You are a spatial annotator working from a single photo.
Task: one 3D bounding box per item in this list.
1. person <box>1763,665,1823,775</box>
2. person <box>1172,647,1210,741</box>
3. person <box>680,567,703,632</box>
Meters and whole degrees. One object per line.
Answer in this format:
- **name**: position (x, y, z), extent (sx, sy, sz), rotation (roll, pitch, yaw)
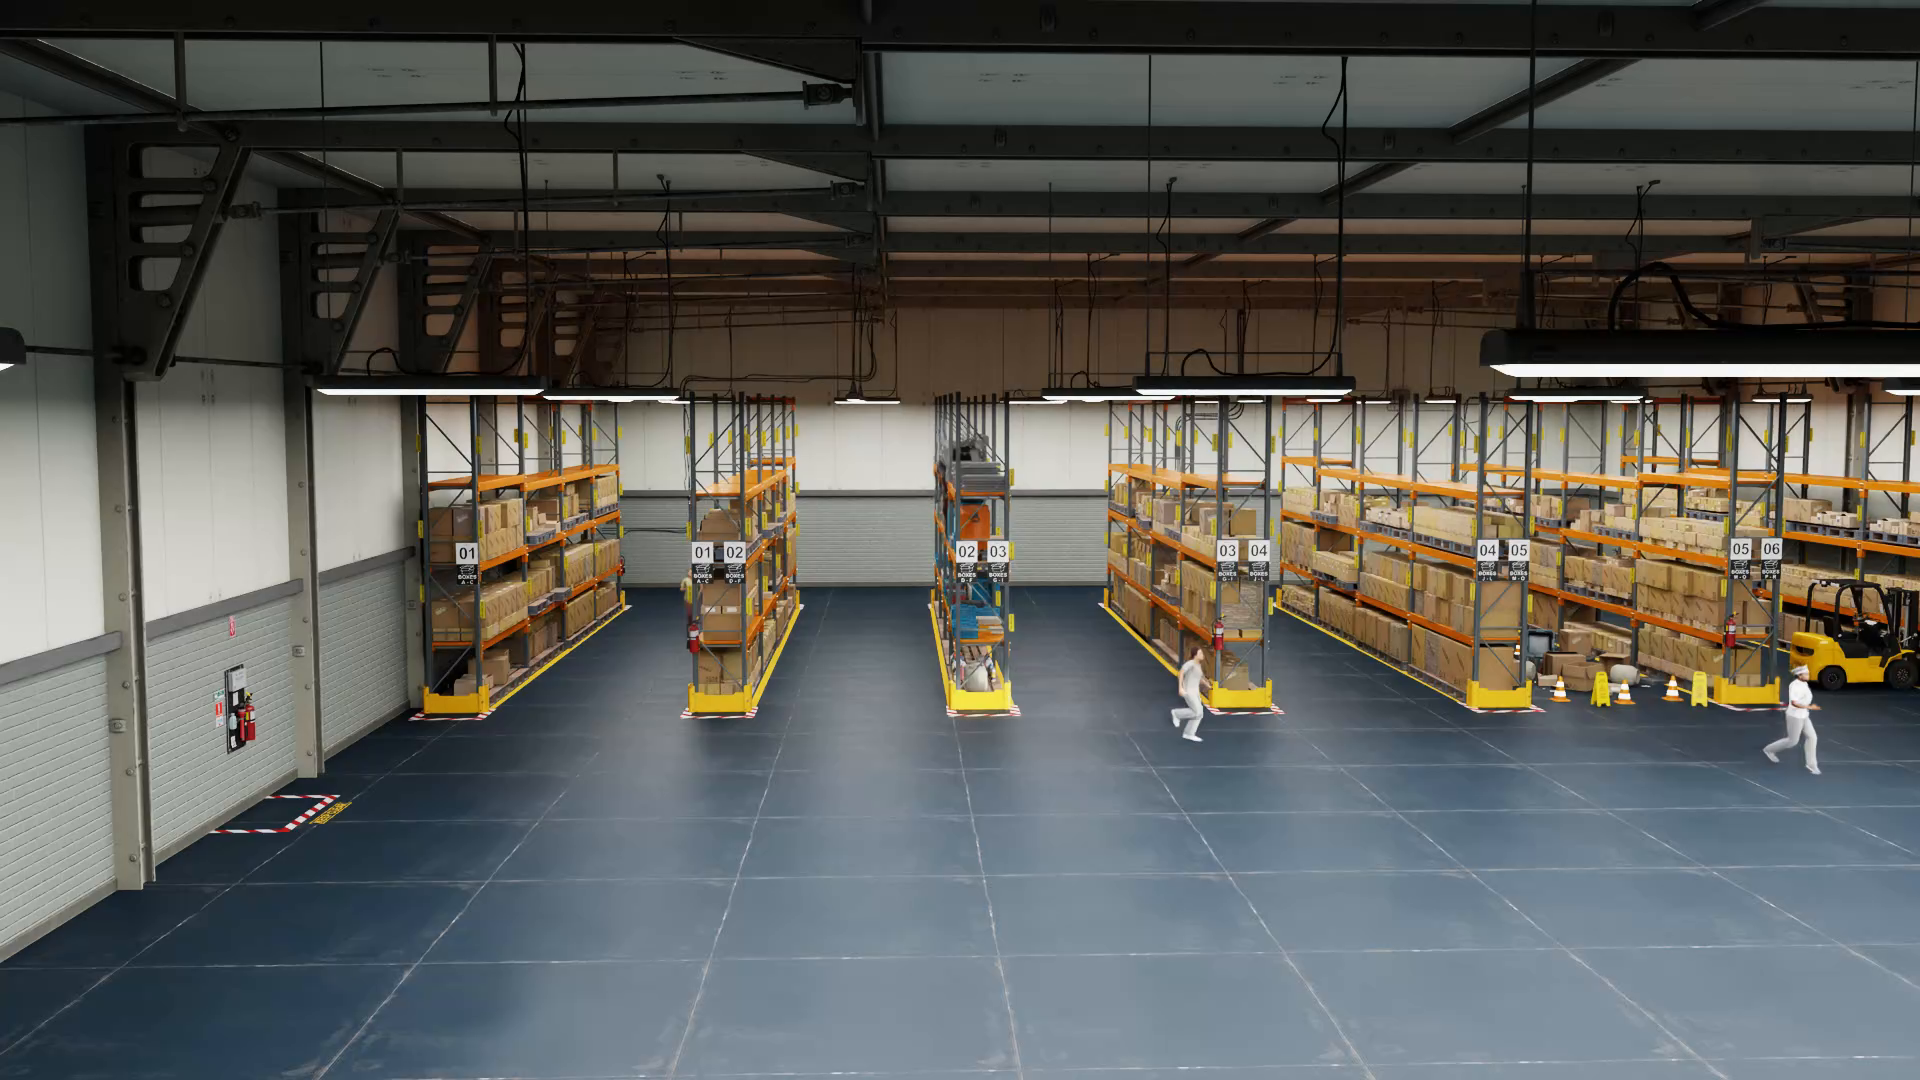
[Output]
- **person**: position (13.128, 2.807, 26.157), extent (0.894, 1.742, 0.609), rotation (4, 6, 41)
- **person**: position (3.975, 2.642, 28.625), extent (0.662, 1.620, 0.600), rotation (3, 5, 31)
- **person**: position (-6.737, 1.538, 41.714), extent (0.562, 1.714, 0.721), rotation (0, 5, -3)
